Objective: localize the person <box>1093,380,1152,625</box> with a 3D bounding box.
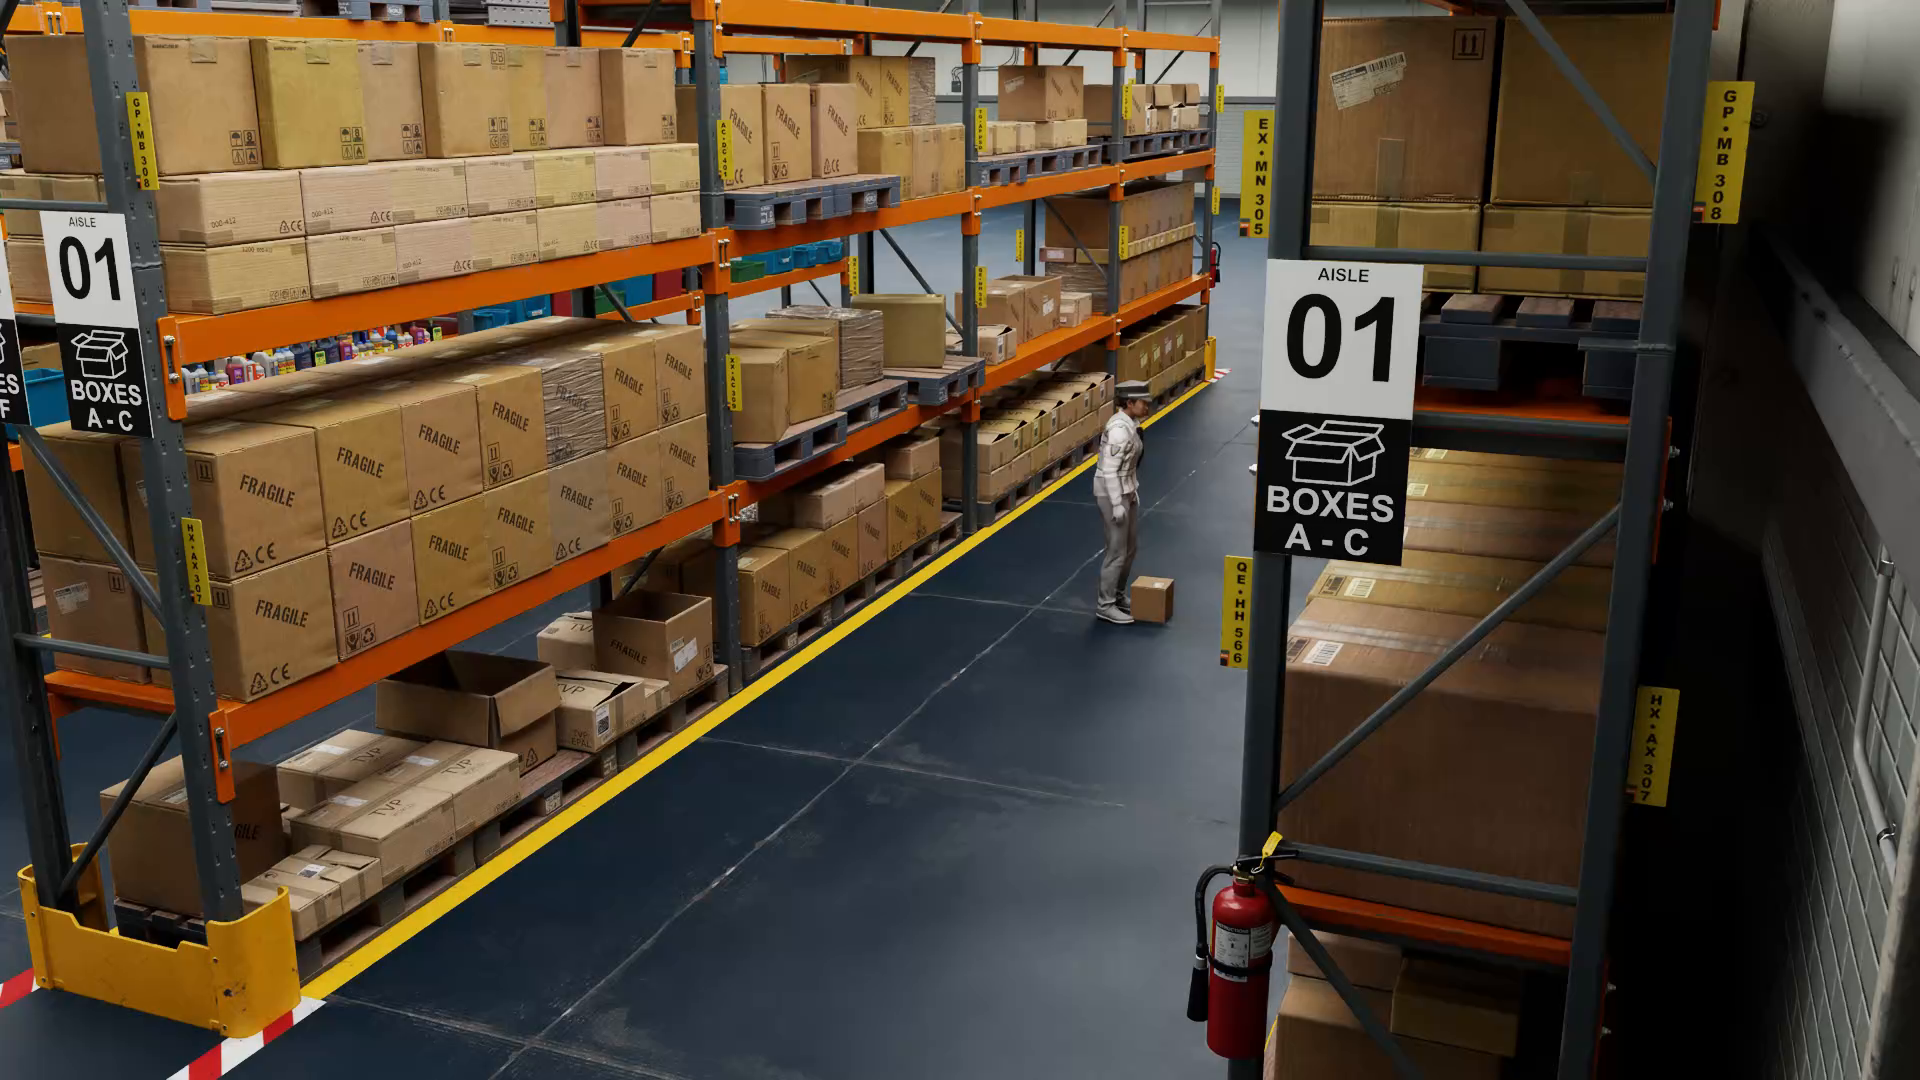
[{"bbox_3d":[1.126,-0.286,11.547,0.378,1.663,0.537,6,17,20],"label":"person"}]
